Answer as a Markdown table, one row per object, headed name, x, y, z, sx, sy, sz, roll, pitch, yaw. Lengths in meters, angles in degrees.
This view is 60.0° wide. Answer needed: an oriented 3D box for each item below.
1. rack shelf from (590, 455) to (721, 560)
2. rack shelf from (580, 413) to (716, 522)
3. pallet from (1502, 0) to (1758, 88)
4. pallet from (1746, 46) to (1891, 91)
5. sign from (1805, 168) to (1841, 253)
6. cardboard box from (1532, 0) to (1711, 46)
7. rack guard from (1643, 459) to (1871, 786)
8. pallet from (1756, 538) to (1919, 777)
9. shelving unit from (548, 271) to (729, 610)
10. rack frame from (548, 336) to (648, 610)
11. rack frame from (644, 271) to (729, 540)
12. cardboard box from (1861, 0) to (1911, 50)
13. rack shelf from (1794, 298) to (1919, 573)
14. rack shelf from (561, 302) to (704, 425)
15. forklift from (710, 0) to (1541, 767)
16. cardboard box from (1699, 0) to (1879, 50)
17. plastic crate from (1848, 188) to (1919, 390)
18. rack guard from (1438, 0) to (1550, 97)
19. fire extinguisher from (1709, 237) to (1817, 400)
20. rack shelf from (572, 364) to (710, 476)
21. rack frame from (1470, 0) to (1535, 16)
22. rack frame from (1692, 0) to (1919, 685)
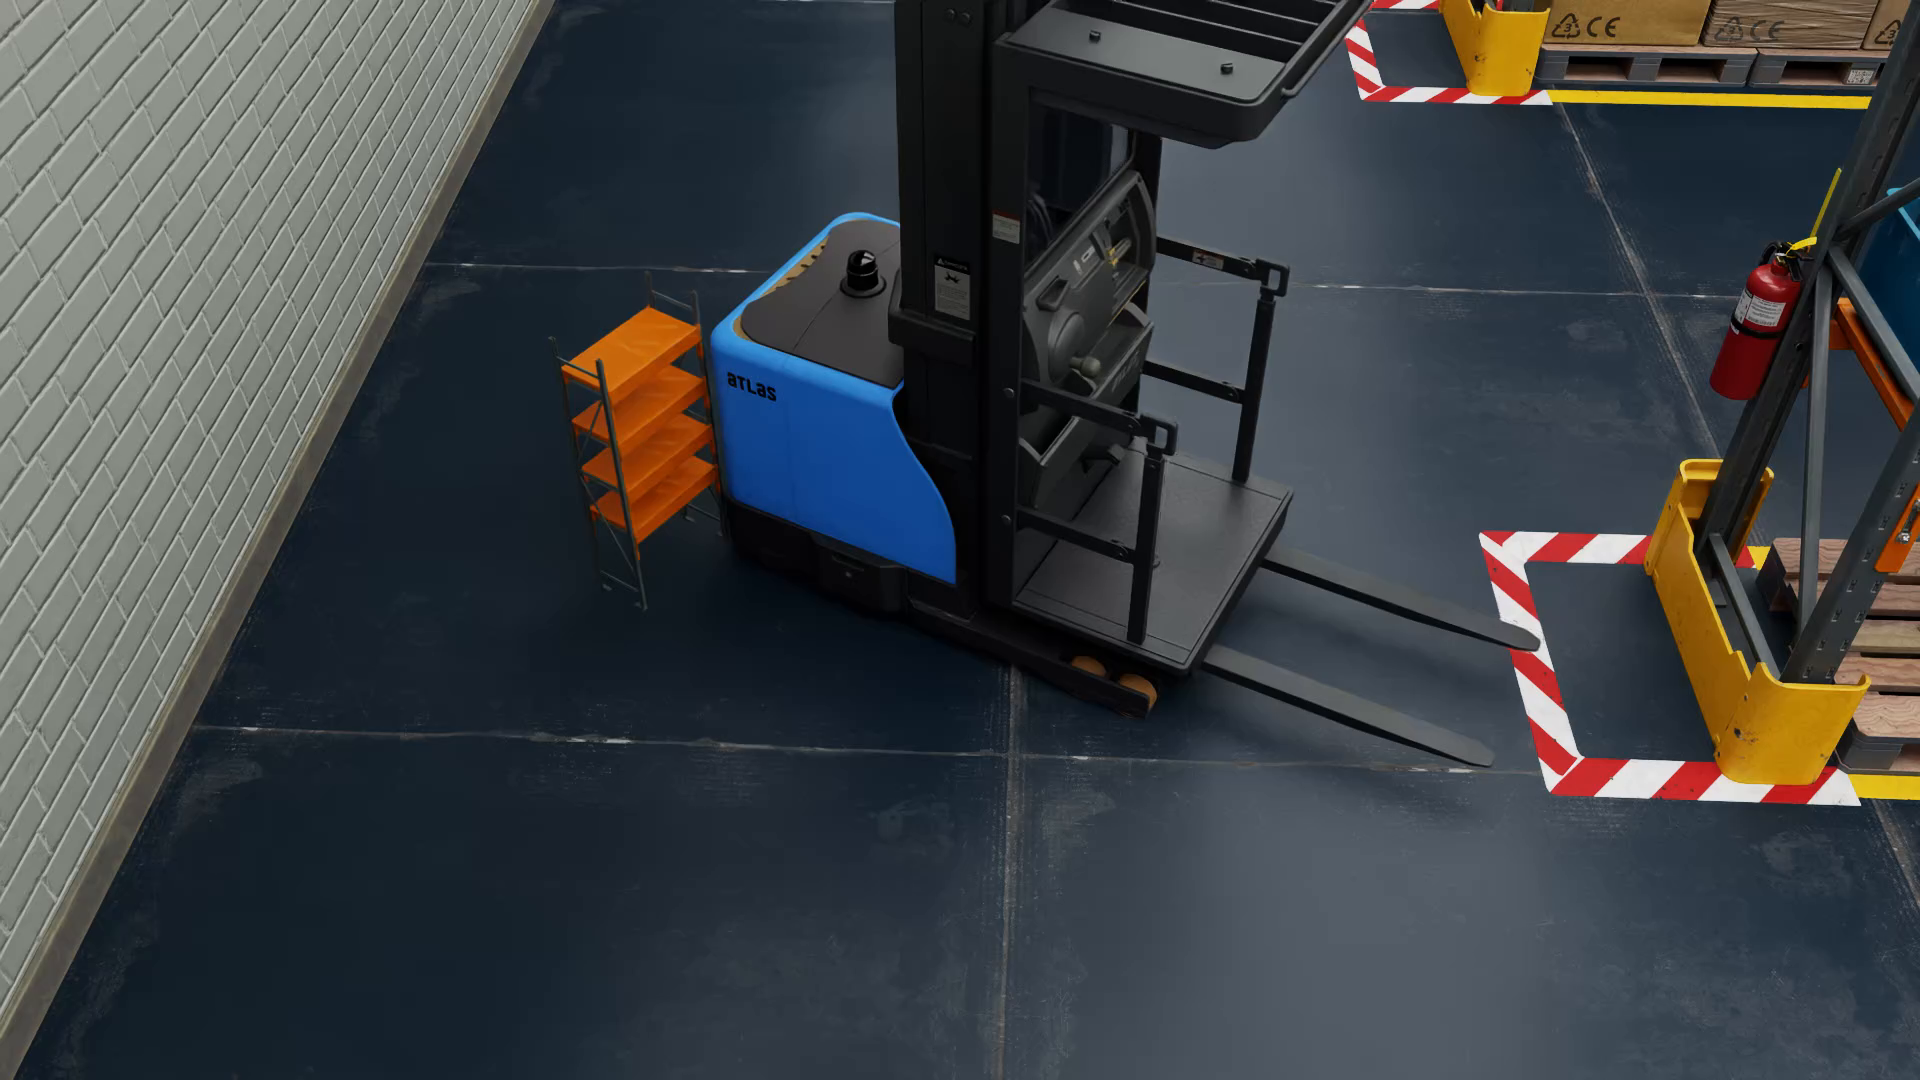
| name | x | y | z | sx | sy | sz | roll | pitch | yaw |
| --- | --- | --- | --- | --- | --- | --- | --- | --- | --- |
| rack shelf | -1.180 | -0.158 | 6.429 | 0.258 | 0.148 | 0.480 | 25 | 48 | 24 |
| rack shelf | -1.180 | -0.303 | 6.294 | 0.258 | 0.148 | 0.480 | 25 | 48 | 24 |
| pallet | 3.929 | -3.028 | 9.845 | 1.213 | 0.211 | 1.003 | 2 | 43 | 2 |
| pallet | 5.144 | -2.988 | 9.803 | 1.213 | 0.211 | 1.003 | 2 | 43 | 2 |
| sign | 2.912 | -1.081 | 5.591 | 0.005 | 0.325 | 0.100 | 2 | 43 | 2 |
| cardboard box | 3.770 | -3.430 | 9.482 | 0.875 | 0.875 | 0.875 | 2 | 43 | 2 |
| rack guard | 2.879 | 0.276 | 6.087 | 0.348 | 0.500 | 1.175 | 2 | 43 | 2 |
| pallet | 3.726 | 0.425 | 6.138 | 1.213 | 0.211 | 1.003 | 2 | 43 | 2 |
| shelving unit | -1.180 | -0.352 | 6.248 | 0.258 | 1.200 | 0.503 | 25 | 48 | 24 |
| rack frame | -1.318 | -0.215 | 6.100 | 0.240 | 1.200 | 0.015 | 25 | 48 | 24 |
| rack frame | -1.043 | -0.490 | 6.395 | 0.240 | 1.200 | 0.015 | 25 | 48 | 24 |
| cardboard box | 5.568 | -3.375 | 9.423 | 0.875 | 0.875 | 0.875 | 2 | 43 | 2 |
| rack shelf | 4.902 | -0.322 | 5.423 | 4.000 | 0.370 | 1.077 | 2 | 43 | 2 |
| rack shelf | -1.180 | -0.640 | 5.980 | 0.258 | 0.148 | 0.480 | 25 | 48 | 24 |
| forklift | 0.622 | -0.839 | 5.500 | 3.031 | 2.935 | 1.130 | 20 | 47 | 21 |
| cardboard box | 4.679 | -3.402 | 9.452 | 0.875 | 0.875 | 0.875 | 2 | 43 | 2 |
| plastic crate | 3.246 | -0.798 | 5.337 | 0.499 | 0.435 | 0.616 | 2 | 43 | 2 |
| rack guard | 3.103 | -3.105 | 9.717 | 0.348 | 0.500 | 1.175 | 2 | 43 | 2 |
| fire extinguisher | 2.773 | -0.796 | 5.734 | 0.183 | 0.674 | 0.296 | 2 | 43 | 2 |
| rack shelf | -1.180 | -0.467 | 6.141 | 0.258 | 0.148 | 0.480 | 25 | 48 | 24 |
| rack frame | 3.127 | -4.019 | 8.864 | 0.127 | 3.000 | 1.000 | 2 | 43 | 2 |
| rack frame | 2.904 | -0.647 | 5.244 | 0.127 | 3.000 | 1.000 | 2 | 43 | 2 |
